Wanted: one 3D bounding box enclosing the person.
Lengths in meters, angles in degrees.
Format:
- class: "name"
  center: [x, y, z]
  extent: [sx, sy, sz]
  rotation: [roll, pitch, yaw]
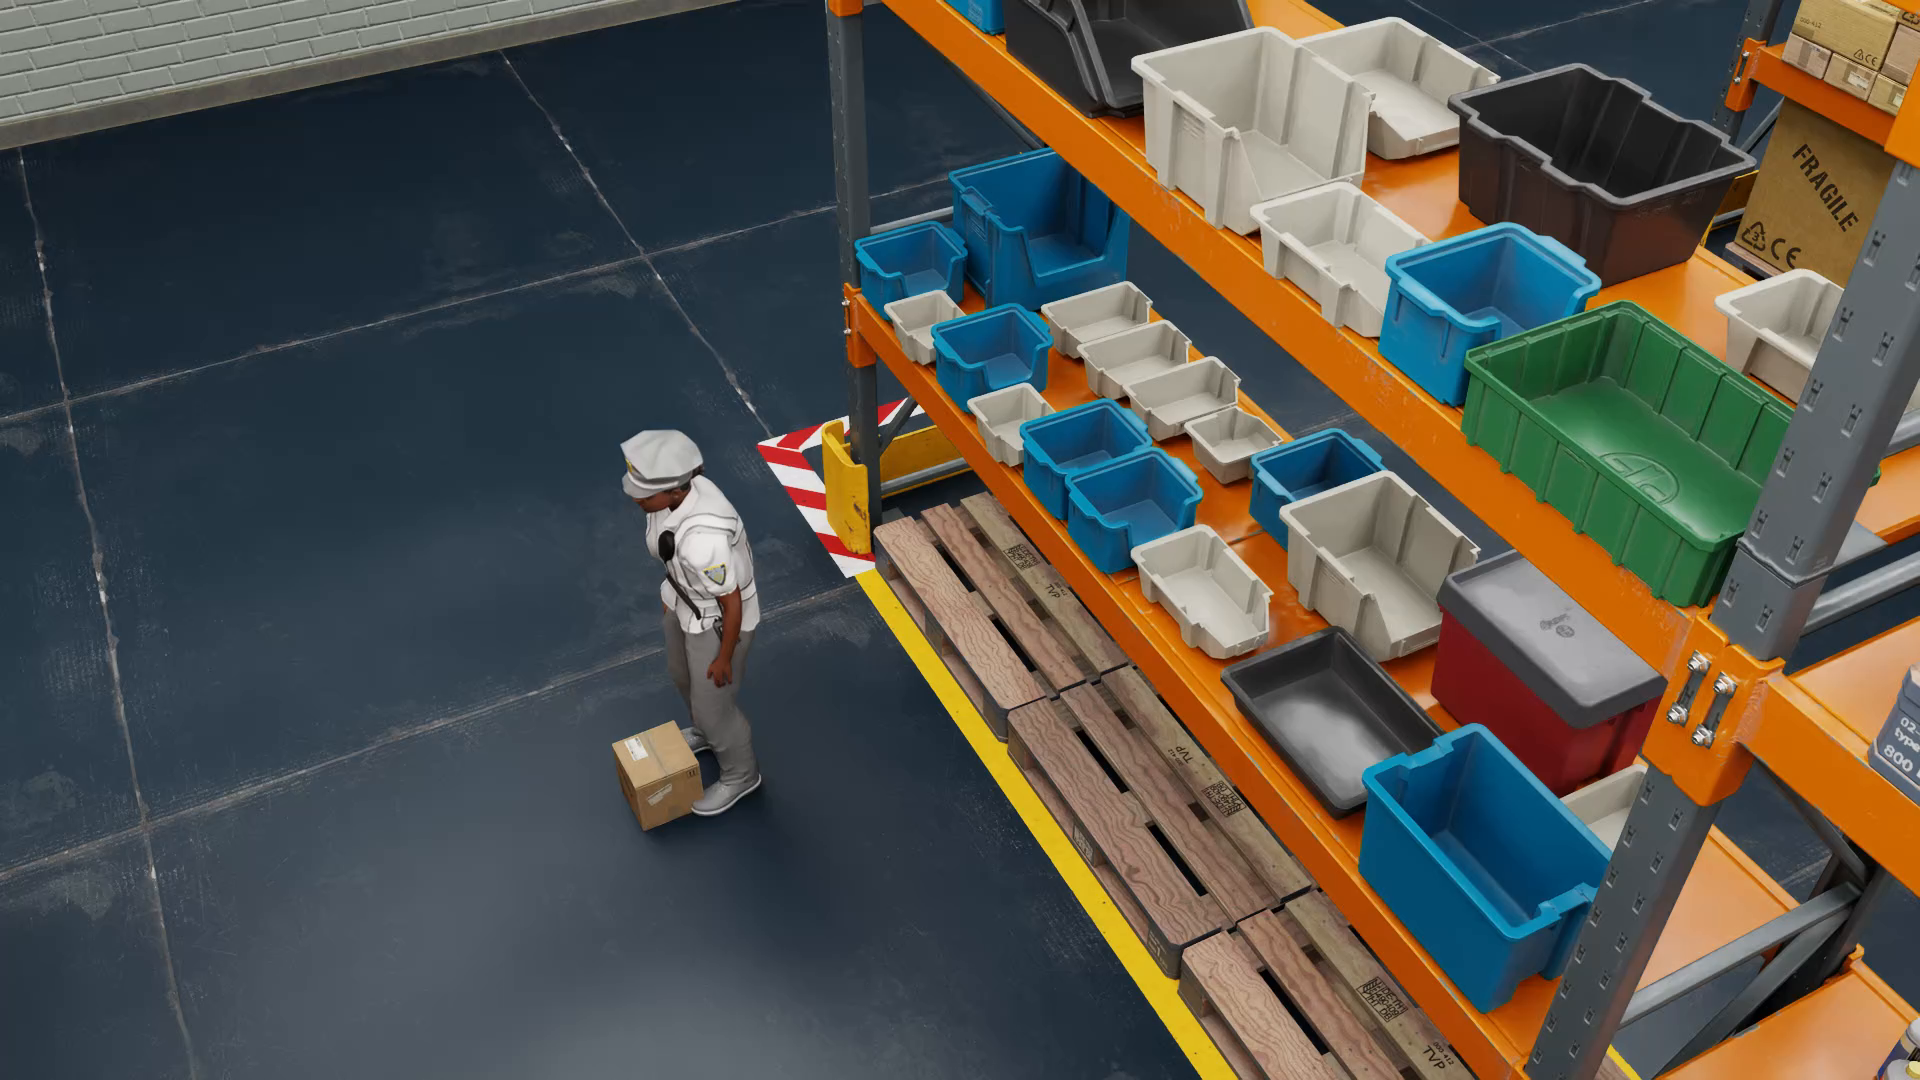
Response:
- class: "person"
  center: [-0.925, 0.280, 5.886]
  extent: [0.395, 1.658, 0.525]
  rotation: [-21, 45, -23]
